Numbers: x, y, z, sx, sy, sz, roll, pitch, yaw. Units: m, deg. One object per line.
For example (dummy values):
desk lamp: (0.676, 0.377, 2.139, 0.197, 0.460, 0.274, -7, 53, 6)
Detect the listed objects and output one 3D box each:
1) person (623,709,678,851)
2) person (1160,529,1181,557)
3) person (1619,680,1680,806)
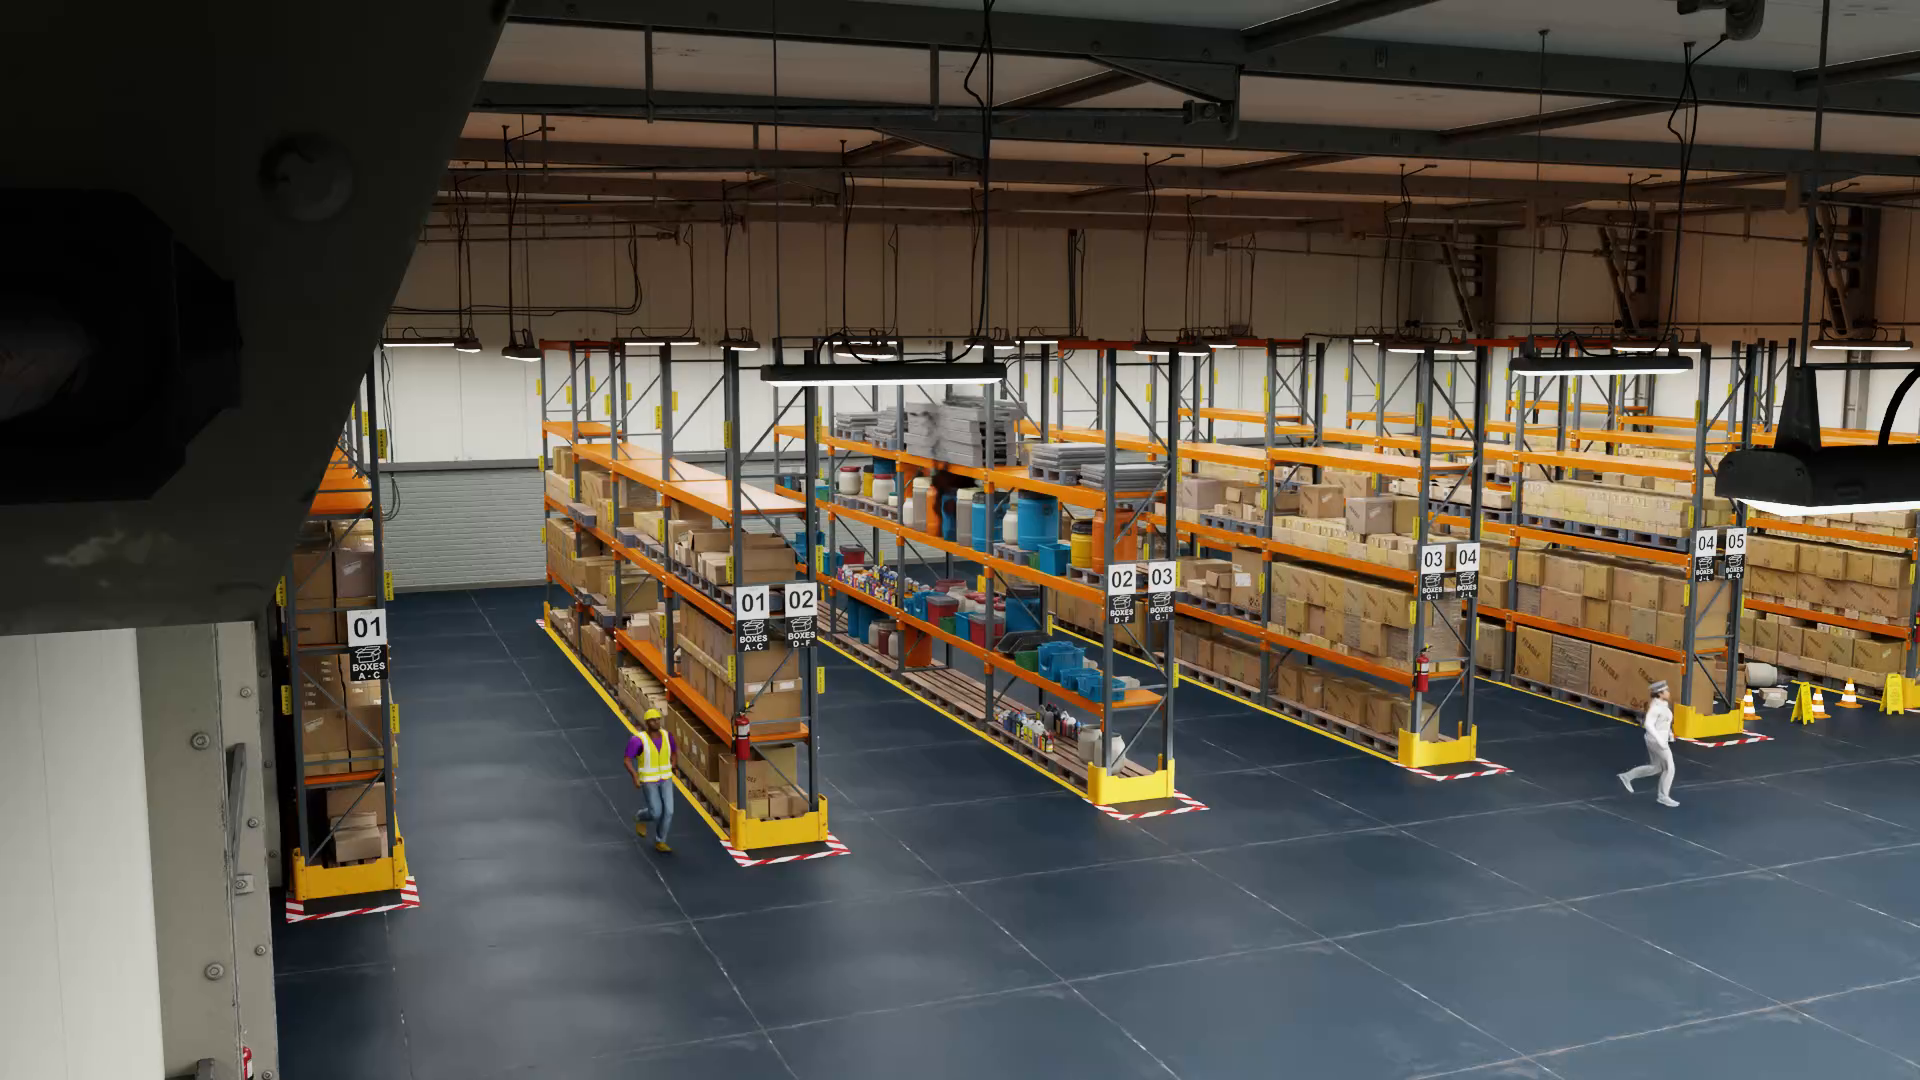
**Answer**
person: (-3.678, 2.880, 20.062, 0.689, 1.704, 0.605, -5, 9, -35)
person: (5.388, 0.051, 41.797, 0.750, 1.787, 0.795, -1, 7, -5)
person: (9.150, 2.664, 21.995, 0.765, 1.682, 0.637, 3, 8, 19)
